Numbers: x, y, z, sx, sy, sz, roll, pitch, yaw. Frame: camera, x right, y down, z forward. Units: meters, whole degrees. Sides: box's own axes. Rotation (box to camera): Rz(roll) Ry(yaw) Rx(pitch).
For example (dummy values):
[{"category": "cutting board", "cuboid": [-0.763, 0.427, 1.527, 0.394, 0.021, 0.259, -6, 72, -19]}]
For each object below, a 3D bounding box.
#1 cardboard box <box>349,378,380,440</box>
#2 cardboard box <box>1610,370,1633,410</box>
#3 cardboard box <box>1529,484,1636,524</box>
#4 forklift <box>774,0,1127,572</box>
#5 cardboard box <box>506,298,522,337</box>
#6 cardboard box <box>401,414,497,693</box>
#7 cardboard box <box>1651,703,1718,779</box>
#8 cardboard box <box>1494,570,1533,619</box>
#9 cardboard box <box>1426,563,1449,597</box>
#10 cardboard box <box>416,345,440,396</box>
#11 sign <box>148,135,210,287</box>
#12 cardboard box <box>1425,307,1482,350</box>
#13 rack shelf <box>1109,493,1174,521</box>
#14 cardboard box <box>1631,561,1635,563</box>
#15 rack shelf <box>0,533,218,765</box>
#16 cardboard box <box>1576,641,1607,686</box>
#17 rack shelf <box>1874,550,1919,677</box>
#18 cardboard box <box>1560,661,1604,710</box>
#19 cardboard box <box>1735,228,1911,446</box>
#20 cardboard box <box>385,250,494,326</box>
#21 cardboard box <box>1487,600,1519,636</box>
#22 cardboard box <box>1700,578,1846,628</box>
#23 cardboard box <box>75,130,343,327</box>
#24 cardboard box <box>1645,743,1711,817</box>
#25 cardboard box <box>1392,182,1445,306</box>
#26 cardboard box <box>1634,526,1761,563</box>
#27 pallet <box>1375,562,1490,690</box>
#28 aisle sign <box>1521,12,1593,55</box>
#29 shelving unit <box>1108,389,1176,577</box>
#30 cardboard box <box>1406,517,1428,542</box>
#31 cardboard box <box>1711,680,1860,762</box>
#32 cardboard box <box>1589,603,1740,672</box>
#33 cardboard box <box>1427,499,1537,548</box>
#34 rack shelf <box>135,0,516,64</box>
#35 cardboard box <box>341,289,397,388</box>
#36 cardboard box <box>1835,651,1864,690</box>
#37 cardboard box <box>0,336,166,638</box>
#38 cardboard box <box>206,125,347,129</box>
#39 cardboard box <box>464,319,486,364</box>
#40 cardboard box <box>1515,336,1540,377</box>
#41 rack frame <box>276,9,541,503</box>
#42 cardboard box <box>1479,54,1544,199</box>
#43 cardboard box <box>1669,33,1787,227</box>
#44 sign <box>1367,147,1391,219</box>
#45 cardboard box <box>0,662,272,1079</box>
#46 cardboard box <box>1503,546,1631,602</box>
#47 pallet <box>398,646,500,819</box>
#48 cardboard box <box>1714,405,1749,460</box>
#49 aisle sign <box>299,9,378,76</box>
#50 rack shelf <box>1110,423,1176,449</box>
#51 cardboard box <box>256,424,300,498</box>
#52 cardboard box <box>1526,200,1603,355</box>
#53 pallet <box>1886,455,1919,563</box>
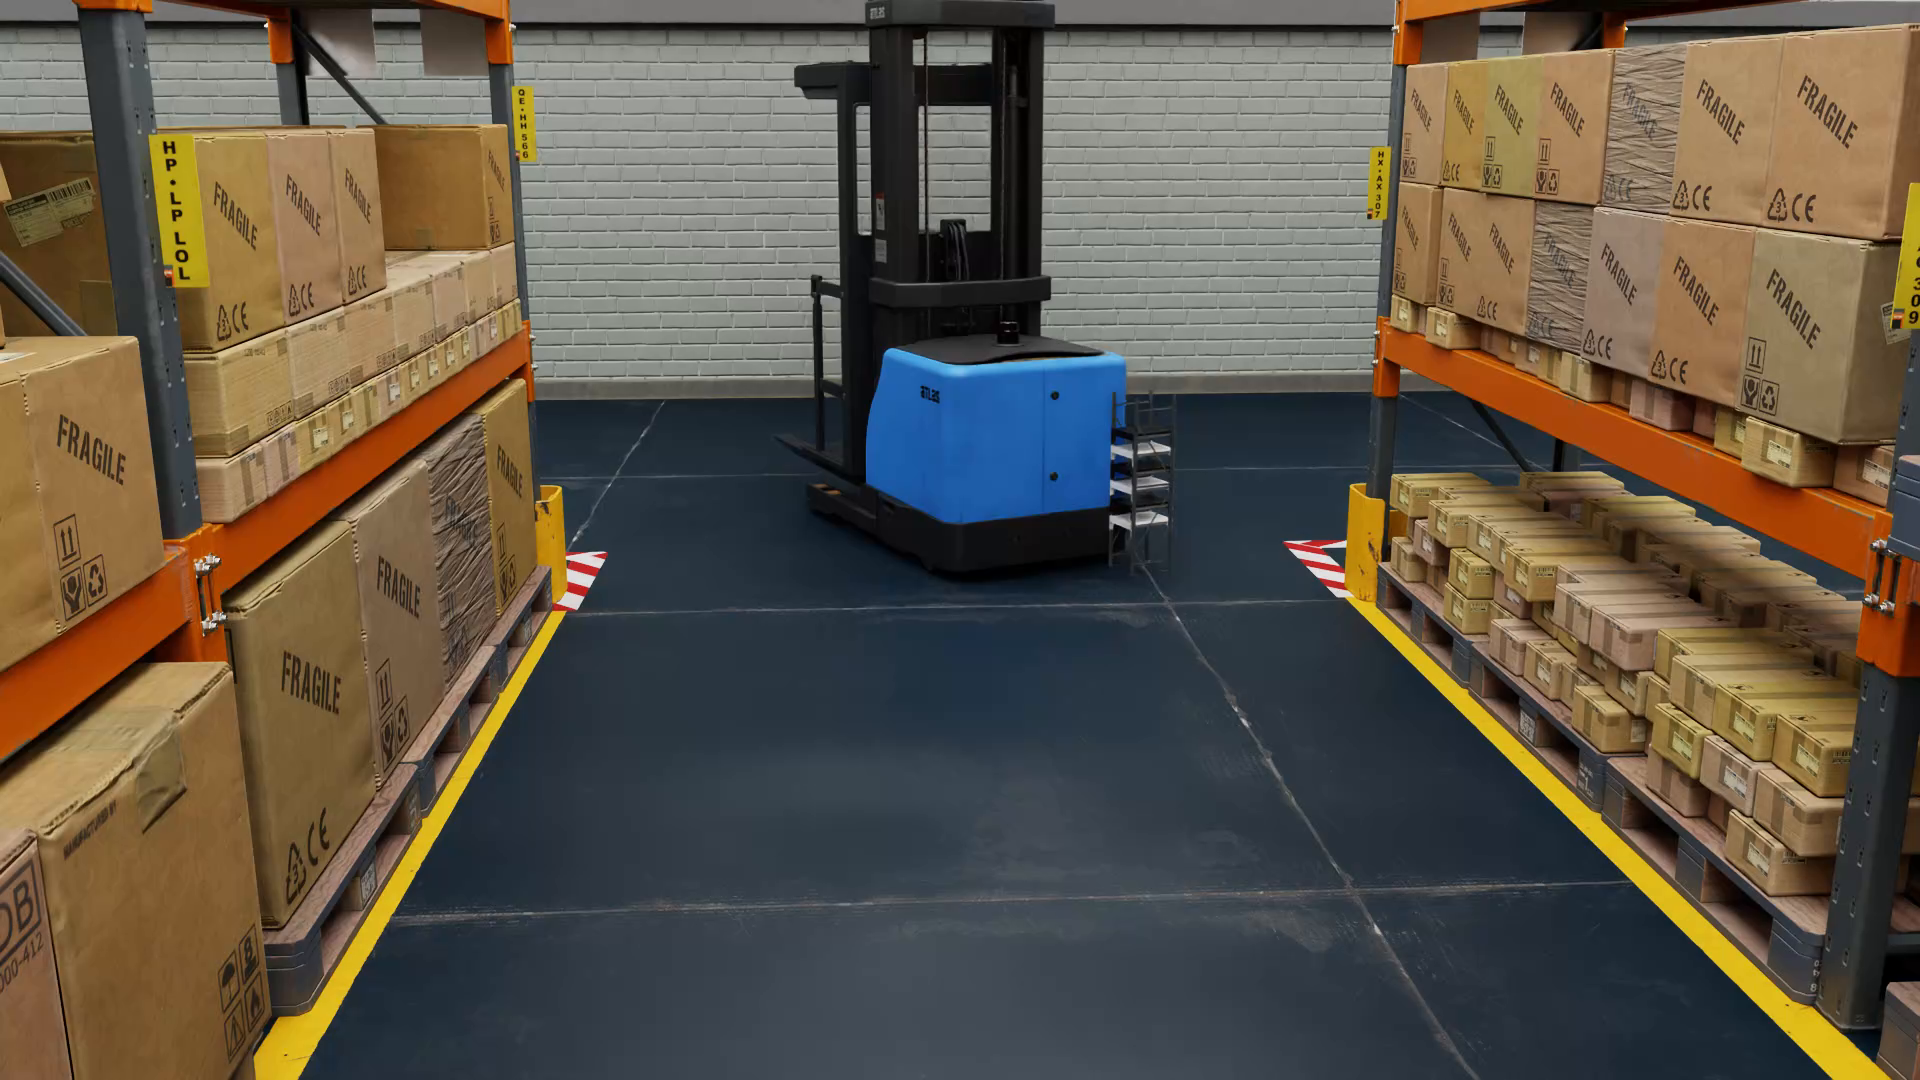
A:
[{"category": "cardboard box", "cuboid": [-1.995, -0.397, 5.054, 0.380, 0.149, 0.250, -1, 14, -4]}, {"category": "cardboard box", "cuboid": [2.382, -0.503, 5.466, 0.380, 0.149, 0.250, -1, 14, -4]}, {"category": "cardboard box", "cuboid": [2.712, -0.146, 7.260, 0.380, 0.149, 0.250, -1, 14, -2]}, {"category": "forklift", "cuboid": [-0.244, -1.582, 9.294, 1.130, 2.935, 3.031, -7, 16, -25]}, {"category": "cardboard box", "cuboid": [-2.138, -0.970, 7.281, 0.380, 0.149, 0.250, -1, 14, -2]}, {"category": "cardboard box", "cuboid": [-2.313, 0.035, 6.293, 0.875, 0.875, 0.875, -1, 14, -3]}, {"category": "cardboard box", "cuboid": [2.315, 0.595, 4.977, 0.380, 0.149, 0.250, -1, 14, -5]}, {"category": "cardboard box", "cuboid": [2.327, 0.199, 6.513, 0.380, 0.149, 0.250, -2, 15, -6]}, {"category": "cardboard box", "cuboid": [2.279, 0.150, 7.303, 0.380, 0.149, 0.250, -1, 14, -4]}, {"category": "cardboard box", "cuboid": [-2.044, -0.590, 5.803, 0.380, 0.149, 0.250, -1, 14, -2]}, {"category": "sign", "cuboid": [-1.700, -0.714, 3.615, 0.100, 0.325, 0.005, -1, 14, -3]}, {"category": "cardboard box", "cuboid": [2.181, -0.889, 6.965, 0.380, 0.149, 0.250, -1, 14, -5]}, {"category": "rack shelf", "cuboid": [0.912, -0.169, 8.373, 0.258, 0.077, 0.200, -7, 16, -26]}, {"category": "cardboard box", "cuboid": [2.733, 0.131, 6.778, 0.380, 0.149, 0.250, -1, 14, -4]}, {"category": "rack shelf", "cuboid": [-2.117, 0.665, 1.864, 1.077, 0.370, 4.000, -1, 14, -3]}, {"category": "cardboard box", "cuboid": [2.366, 0.401, 5.731, 0.380, 0.149, 0.250, -2, 15, -6]}, {"category": "rack shelf", "cuboid": [2.839, 0.614, 2.064, 1.077, 0.370, 4.000, -1, 14, -3]}, {"category": "cardboard box", "cuboid": [2.338, 0.530, 5.825, 0.380, 0.149, 0.250, -1, 14, -2]}, {"category": "cardboard box", "cuboid": [2.404, -0.540, 4.308, 0.500, 0.500, 0.500, -1, 14, -3]}, {"category": "cardboard box", "cuboid": [-2.163, -1.004, 6.613, 0.500, 0.250, 0.500, -1, 14, -4]}, {"category": "cardboard box", "cuboid": [2.318, 0.339, 6.569, 0.380, 0.149, 0.250, -1, 14, -3]}, {"category": "cardboard box", "cuboid": [2.806, 0.241, 5.753, 0.380, 0.149, 0.250, -1, 15, -6]}, {"category": "cardboard box", "cuboid": [-2.038, -0.861, 4.550, 0.500, 0.500, 0.500, -1, 14, -3]}, {"category": "cardboard box", "cuboid": [2.338, 0.723, 5.077, 0.380, 0.149, 0.250, -1, 14, -5]}, {"category": "cardboard box", "cuboid": [2.220, -1.303, 7.274, 0.500, 0.500, 0.500, 0, 14, -1]}, {"category": "cardboard box", "cuboid": [2.880, 0.048, 6.507, 0.380, 0.149, 0.250, 0, 14, -1]}, {"category": "pallet", "cuboid": [2.487, 0.345, 7.260, 1.003, 0.211, 1.213, -1, 14, -3]}, {"category": "aisle sign", "cuboid": [2.763, -2.508, 7.538, 0.394, 0.787, 0.004, -1, 14, -3]}, {"category": "shelving unit", "cuboid": [0.912, -0.289, 8.343, 0.258, 0.900, 0.210, -7, 16, -26]}, {"category": "cardboard box", "cuboid": [2.244, -0.059, 7.518, 0.380, 0.149, 0.250, 0, 14, -1]}, {"category": "cardboard box", "cuboid": [2.378, 0.510, 4.709, 0.380, 0.149, 0.250, -1, 14, -3]}, {"category": "cardboard box", "cuboid": [2.309, 0.317, 5.461, 0.380, 0.149, 0.250, -2, 15, -6]}, {"category": "cardboard box", "cuboid": [2.186, -0.070, 6.965, 0.380, 0.149, 0.250, -1, 14, -4]}, {"category": "rack shelf", "cuboid": [-2.365, -1.782, 5.356, 1.077, 0.370, 4.000, -1, 14, -3]}, {"category": "cardboard box", "cuboid": [-2.072, -0.625, 5.140, 0.500, 0.250, 0.500, -1, 14, -2]}, {"category": "cardboard box", "cuboid": [2.878, 0.437, 4.993, 0.380, 0.149, 0.250, -1, 14, -4]}, {"category": "cardboard box", "cuboid": [-1.940, -0.117, 3.259, 0.500, 0.500, 0.500, -1, 14, -3]}, {"category": "cardboard box", "cuboid": [-2.698, -1.362, 6.499, 0.500, 0.500, 0.500, -1, 14, -5]}, {"category": "cardboard box", "cuboid": [-2.091, -0.781, 6.544, 0.380, 0.149, 0.250, -1, 14, -2]}, {"category": "cardboard box", "cuboid": [2.313, -0.697, 6.219, 0.380, 0.149, 0.250, -1, 14, -5]}, {"category": "rack frame", "cuboid": [-2.489, -1.175, 7.574, 1.000, 3.000, 0.127, -1, 14, -3]}, {"category": "cardboard box", "cuboid": [2.278, -1.532, 6.158, 0.500, 0.500, 0.500, -1, 14, -5]}, {"category": "cardboard box", "cuboid": [2.379, -1.150, 4.671, 0.500, 0.500, 0.500, -1, 14, -5]}, {"category": "sign", "cuboid": [1.926, -1.637, 7.633, 0.100, 0.325, 0.005, -1, 14, -3]}, {"category": "cardboard box", "cuboid": [-2.182, 0.804, 3.302, 1.225, 0.875, 0.875, -1, 14, -3]}, {"category": "cardboard box", "cuboid": [2.262, 0.125, 6.205, 0.380, 0.149, 0.250, -1, 14, -3]}, {"category": "pallet", "cuboid": [-2.289, 0.676, 5.977, 1.003, 0.211, 1.213, -1, 14, -3]}, {"category": "cardboard box", "cuboid": [2.383, -0.307, 4.705, 0.380, 0.149, 0.250, 0, 14, -1]}, {"category": "aisle sign", "cuboid": [-2.793, -2.447, 7.301, 0.394, 0.787, 0.004, -1, 14, -3]}, {"category": "rack shelf", "cuboid": [0.911, -0.518, 8.284, 0.258, 0.077, 0.200, -7, 16, -26]}, {"category": "cardboard box", "cuboid": [-1.944, -0.203, 4.298, 0.380, 0.149, 0.250, -1, 14, -5]}, {"category": "cardboard box", "cuboid": [2.334, -0.922, 5.791, 0.500, 0.500, 0.500, -1, 14, -5]}, {"category": "pallet", "cuboid": [2.618, 0.053, 3.184, 1.003, 0.211, 1.213, -1, 14, -3]}]
